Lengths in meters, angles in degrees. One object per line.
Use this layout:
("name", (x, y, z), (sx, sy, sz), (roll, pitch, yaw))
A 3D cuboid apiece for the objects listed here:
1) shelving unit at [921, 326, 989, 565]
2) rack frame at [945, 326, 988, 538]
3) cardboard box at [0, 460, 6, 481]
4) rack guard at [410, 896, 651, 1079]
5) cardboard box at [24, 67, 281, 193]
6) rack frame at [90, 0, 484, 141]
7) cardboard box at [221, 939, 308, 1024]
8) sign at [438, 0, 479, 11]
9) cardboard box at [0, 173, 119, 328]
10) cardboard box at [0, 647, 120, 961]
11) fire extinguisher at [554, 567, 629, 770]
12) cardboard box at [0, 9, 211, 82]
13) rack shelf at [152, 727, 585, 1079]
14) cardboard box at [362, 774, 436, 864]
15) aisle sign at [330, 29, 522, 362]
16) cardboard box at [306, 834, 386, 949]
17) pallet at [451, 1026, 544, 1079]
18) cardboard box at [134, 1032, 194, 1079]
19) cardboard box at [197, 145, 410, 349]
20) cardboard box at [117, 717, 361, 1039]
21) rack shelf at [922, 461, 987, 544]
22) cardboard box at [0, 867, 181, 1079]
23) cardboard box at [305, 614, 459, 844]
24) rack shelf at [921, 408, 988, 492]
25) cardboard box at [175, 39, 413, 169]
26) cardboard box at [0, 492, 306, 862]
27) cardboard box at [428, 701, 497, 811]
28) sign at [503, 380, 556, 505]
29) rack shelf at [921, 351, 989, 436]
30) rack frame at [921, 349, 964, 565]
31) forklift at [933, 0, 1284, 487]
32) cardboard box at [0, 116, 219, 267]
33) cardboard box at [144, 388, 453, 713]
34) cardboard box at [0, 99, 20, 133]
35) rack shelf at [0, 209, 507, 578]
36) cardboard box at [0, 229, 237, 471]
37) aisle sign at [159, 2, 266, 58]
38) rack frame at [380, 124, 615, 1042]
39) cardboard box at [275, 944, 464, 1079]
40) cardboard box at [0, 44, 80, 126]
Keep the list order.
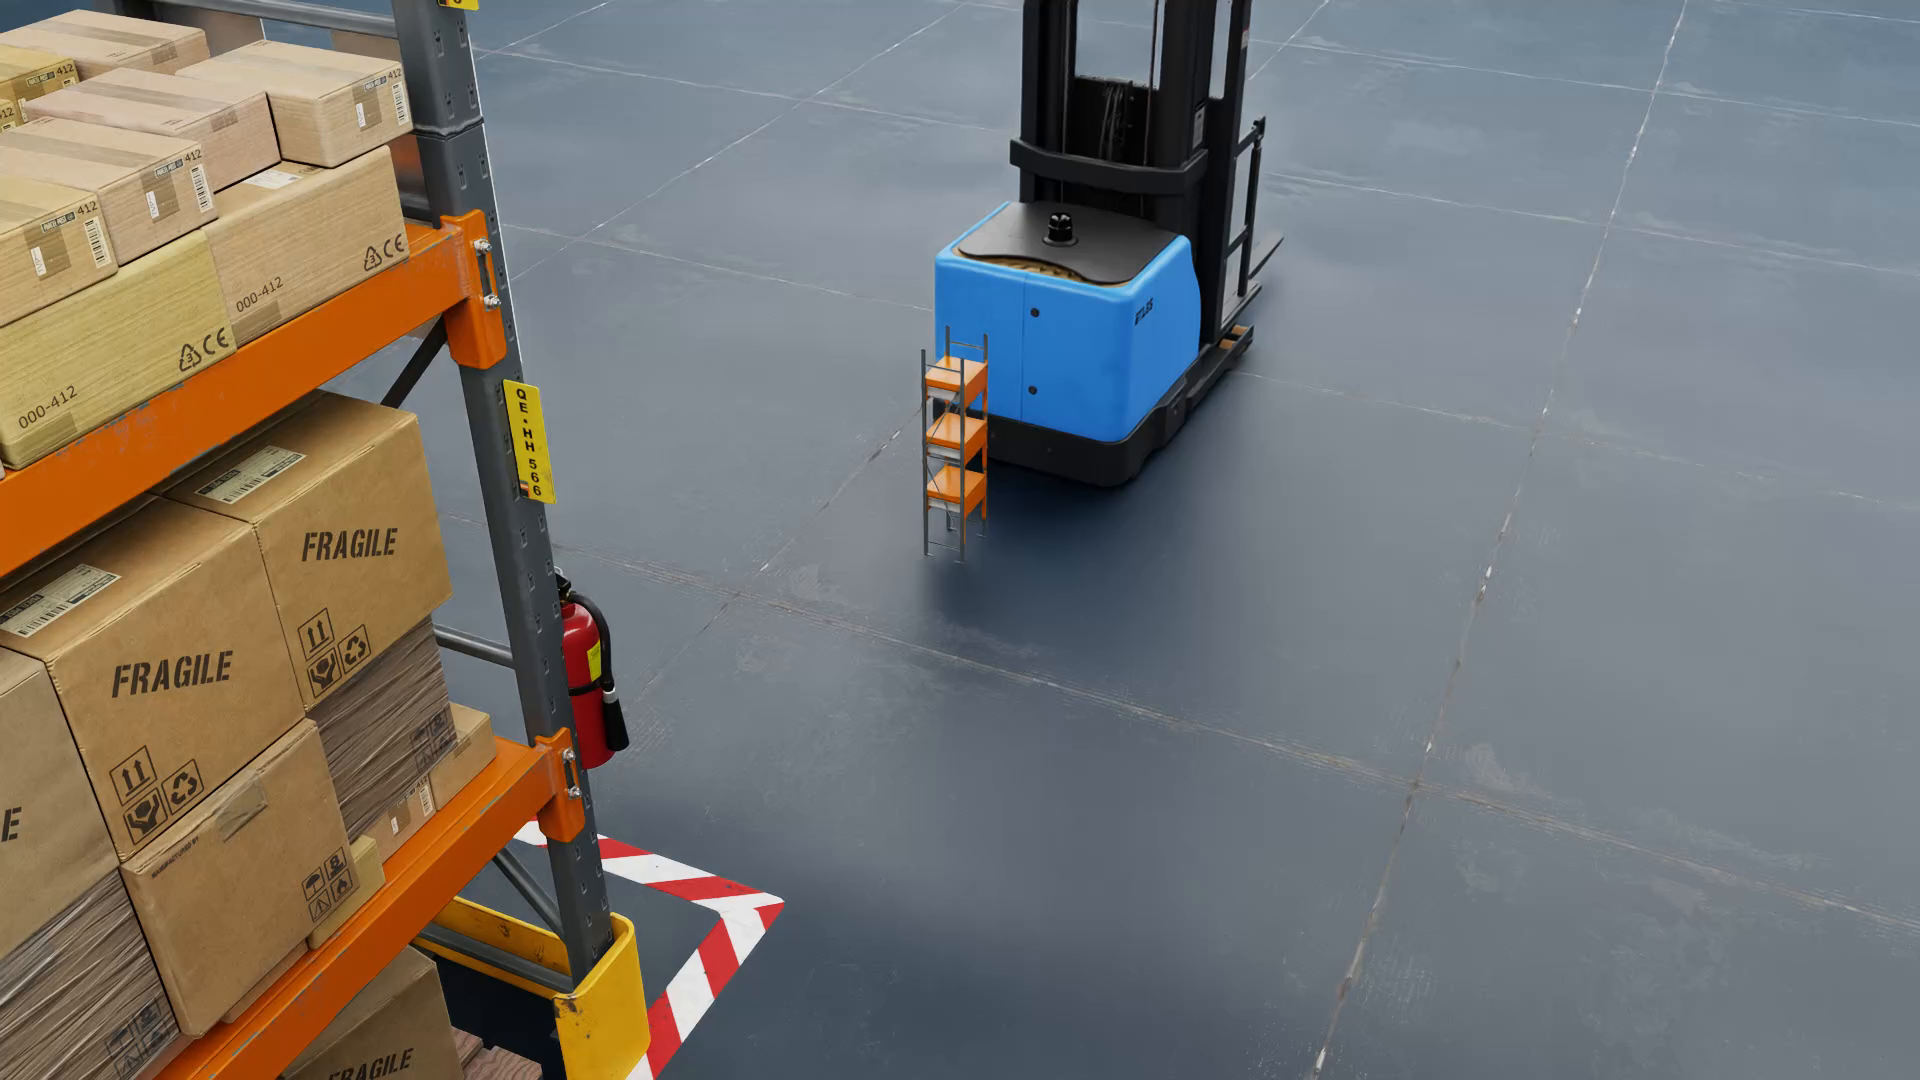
("shelving unit", (-0.022, -0.412, 7.421), (0.215, 1.050, 0.252), (14, 36, 20))
("rack frame", (0.029, -0.473, 7.514), (0.200, 1.050, 0.008), (14, 36, 20))
("cardboard box", (-1.936, -0.146, 2.638), (0.500, 0.250, 0.500), (15, 36, 22))
("rack guard", (-1.569, 1.328, 5.269), (1.175, 0.500, 0.348), (14, 36, 20))
("cardboard box", (-1.585, -0.801, 3.274), (0.380, 0.149, 0.250), (13, 35, 19))
("rack frame", (-1.537, -2.264, 2.996), (1.000, 3.000, 0.127), (14, 36, 20))
("cardboard box", (-1.750, 0.921, 3.839), (0.380, 0.149, 0.250), (14, 36, 20))
("sign", (-1.041, -1.242, 3.366), (0.100, 0.325, 0.005), (14, 36, 20))
("cardboard box", (-1.683, -0.509, 2.828), (0.380, 0.149, 0.250), (14, 36, 21))
("cardboard box", (-1.958, 0.490, 2.993), (0.500, 0.500, 0.500), (14, 36, 20))
("fire extinguisher", (-1.070, 0.326, 4.588), (0.296, 0.674, 0.183), (14, 36, 20))
("cardboard box", (-1.862, -1.029, 3.622), (0.380, 0.149, 0.250), (14, 36, 20))
("rack shelf", (-2.374, 1.542, 3.319), (1.077, 0.370, 4.000), (14, 36, 20))
("cardboard box", (-1.574, 0.664, 4.232), (0.380, 0.149, 0.250), (14, 36, 20))
("aisle sign", (-1.238, -0.804, 3.870), (0.394, 0.787, 0.004), (14, 36, 20))
("cardboard box", (-1.632, 0.800, 4.024), (0.380, 0.149, 0.250), (14, 36, 20))
("pallet", (-1.941, 1.845, 4.743), (1.003, 0.211, 1.213), (14, 36, 20))
("cardboard box", (-1.892, 1.036, 3.664), (0.380, 0.149, 0.250), (14, 36, 20))
("cardboard box", (-1.508, -0.648, 3.405), (0.500, 0.250, 0.500), (15, 36, 22))
("cardboard box", (-1.892, 0.623, 3.702), (0.875, 0.500, 0.500), (14, 36, 20))
("rack shelf", (-0.022, -0.171, 7.580), (0.215, 0.259, 0.240), (14, 36, 20))
("cardboard box", (-2.141, 0.862, 3.338), (0.875, 0.500, 0.500), (14, 36, 20))
("cardboard box", (-1.792, 0.346, 4.124), (0.875, 0.500, 0.500), (14, 36, 20))
("rack shelf", (-0.022, -0.404, 7.427), (0.215, 0.259, 0.240), (14, 36, 20))
("cardboard box", (-1.370, -0.904, 3.430), (0.380, 0.149, 0.250), (14, 36, 20))
("cardboard box", (-1.746, 0.241, 3.372), (0.500, 0.500, 0.500), (14, 36, 20))
("cardboard box", (-1.469, 0.539, 4.421), (0.380, 0.149, 0.250), (14, 36, 20))
("sign", (-1.041, -0.234, 4.027), (0.100, 0.325, 0.005), (14, 36, 20))
("rack shelf", (-0.022, -0.641, 7.272), (0.215, 0.259, 0.240), (14, 36, 20))
("rack frame", (-0.073, -0.352, 7.329), (0.200, 1.050, 0.008), (14, 36, 20))
("forklift", (0.992, -2.270, 8.539), (1.130, 2.935, 3.031), (16, 36, 23))
("cardboard box", (-1.600, -0.640, 3.027), (0.380, 0.149, 0.250), (13, 35, 18))
("cardboard box", (-1.543, -0.009, 3.754), (0.500, 0.500, 0.500), (14, 36, 20))
("cardboard box", (-2.052, -0.768, 3.224), (0.380, 0.149, 0.250), (14, 36, 20))
("rack shelf", (-2.374, 0.287, 2.497), (1.077, 0.370, 4.000), (14, 36, 20))
("cardboard box", (-1.714, -0.399, 3.024), (0.500, 0.250, 0.500), (14, 36, 21))
("aisle sign", (-1.783, -0.942, 4.080), (0.394, 0.787, 0.004), (14, 36, 20))
("rack frame", (-1.537, 0.245, 4.641), (1.000, 3.000, 0.127), (14, 36, 20))
("cardboard box", (-1.813, 1.422, 4.743), (0.500, 0.500, 0.500), (21, 39, 29))
("cardboard box", (-2.058, -0.923, 3.459), (0.380, 0.149, 0.250), (15, 36, 22))
